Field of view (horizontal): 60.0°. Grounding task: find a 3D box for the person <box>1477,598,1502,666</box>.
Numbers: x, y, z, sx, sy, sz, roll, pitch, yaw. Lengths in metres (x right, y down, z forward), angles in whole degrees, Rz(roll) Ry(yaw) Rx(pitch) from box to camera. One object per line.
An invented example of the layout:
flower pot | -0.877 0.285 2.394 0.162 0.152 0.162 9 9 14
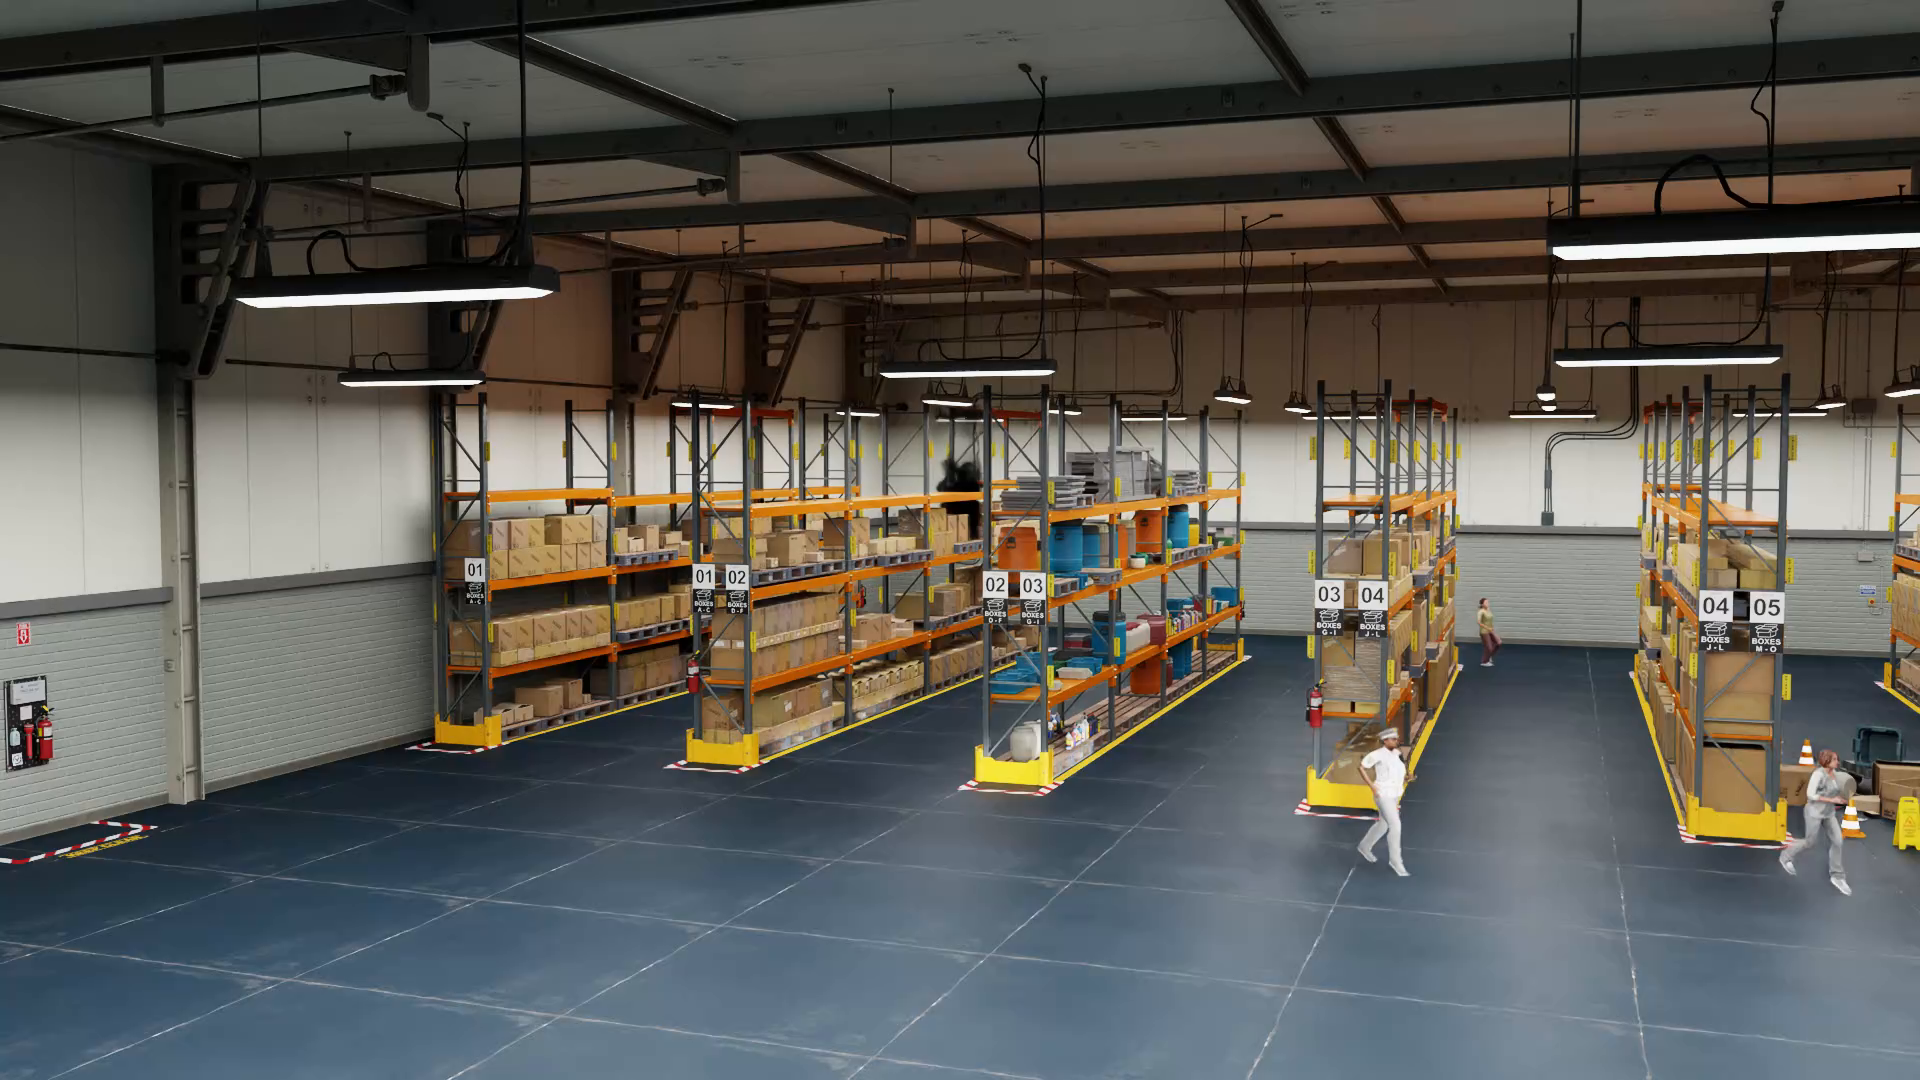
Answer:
person | 12.242 2.143 38.504 0.570 1.595 0.561 -2 4 -35

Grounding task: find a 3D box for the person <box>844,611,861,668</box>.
person | -2.306 2.293 35.738 0.510 1.642 0.733 1 3 16

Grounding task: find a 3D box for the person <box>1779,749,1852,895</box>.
person | 9.858 3.186 19.126 0.562 1.614 0.899 -2 4 -30

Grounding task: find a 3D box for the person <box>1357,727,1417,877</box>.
person | 5.092 3.098 19.908 0.563 1.756 0.794 -3 4 -43
